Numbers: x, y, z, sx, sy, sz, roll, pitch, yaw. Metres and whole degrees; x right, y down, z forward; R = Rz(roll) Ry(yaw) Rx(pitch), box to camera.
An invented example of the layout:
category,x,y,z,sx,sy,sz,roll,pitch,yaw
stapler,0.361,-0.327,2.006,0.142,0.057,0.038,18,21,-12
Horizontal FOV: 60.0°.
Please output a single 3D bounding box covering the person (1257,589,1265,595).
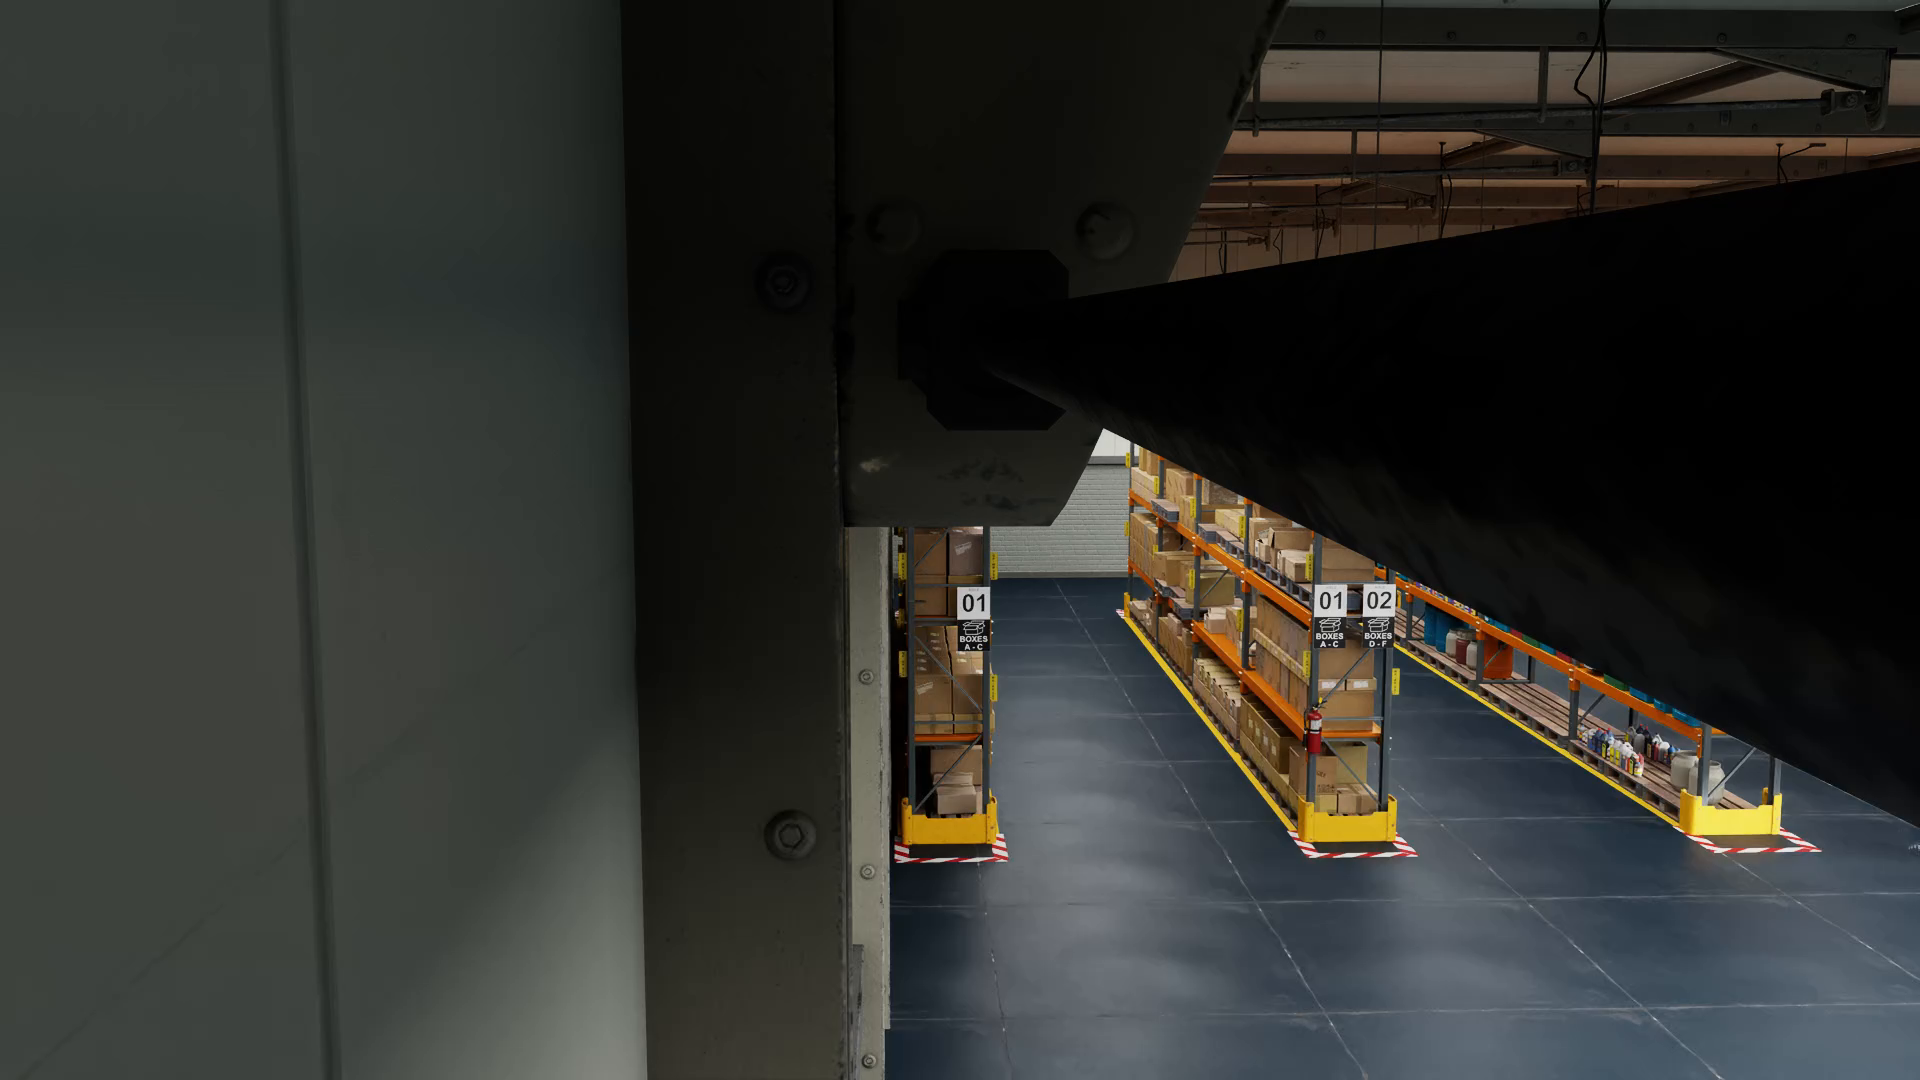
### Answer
category,x,y,z,sx,sy,sz,roll,pitch,yaw
person,6.373,1.130,34.001,0.643,1.689,0.648,-2,8,-17
